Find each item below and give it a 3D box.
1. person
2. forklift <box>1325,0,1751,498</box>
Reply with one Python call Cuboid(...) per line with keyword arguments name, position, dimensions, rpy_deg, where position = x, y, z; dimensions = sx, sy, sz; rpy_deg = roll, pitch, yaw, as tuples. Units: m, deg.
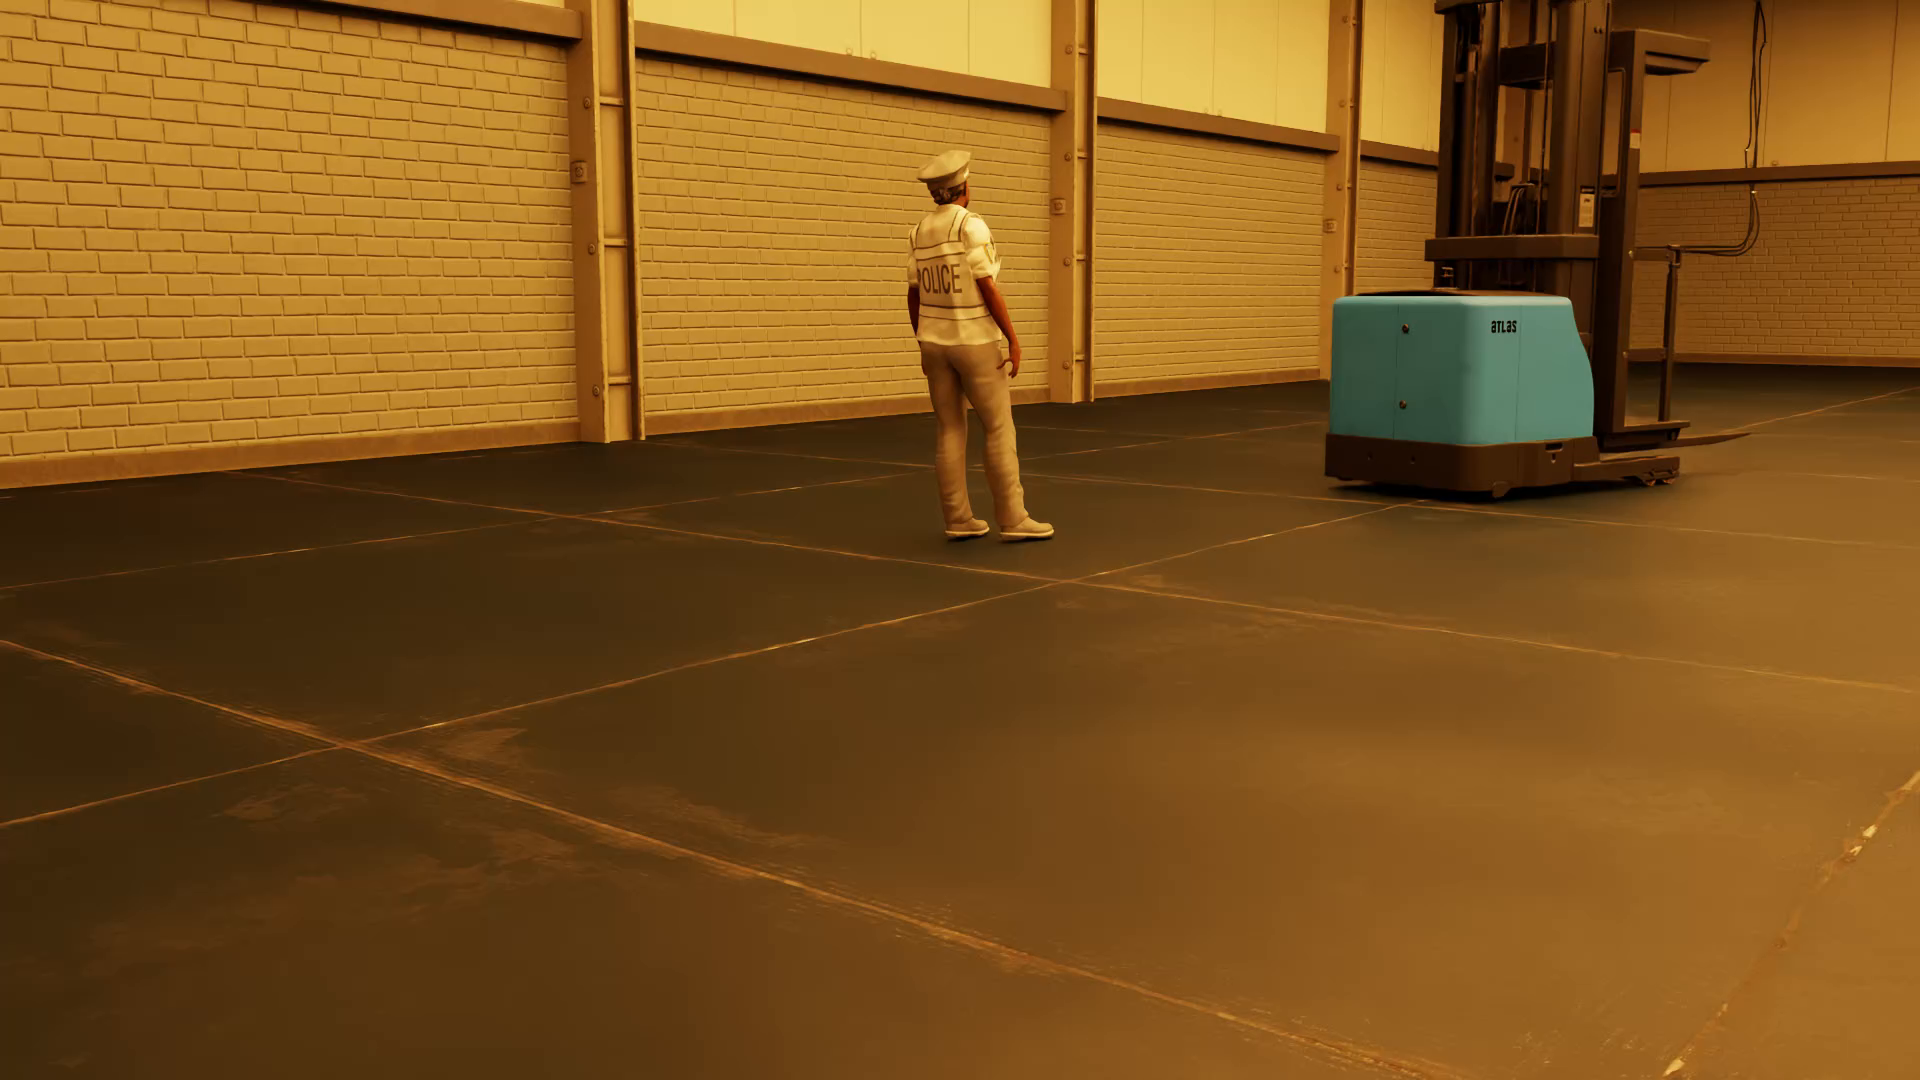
Cuboid(name="person", position=(0.062, -0.852, 7.326), dimensions=(0.569, 1.694, 0.530), rpy_deg=(7, 11, 38))
Cuboid(name="forklift", position=(3.552, -1.812, 9.664), dimensions=(3.031, 2.935, 1.130), rpy_deg=(-6, 10, -35))
